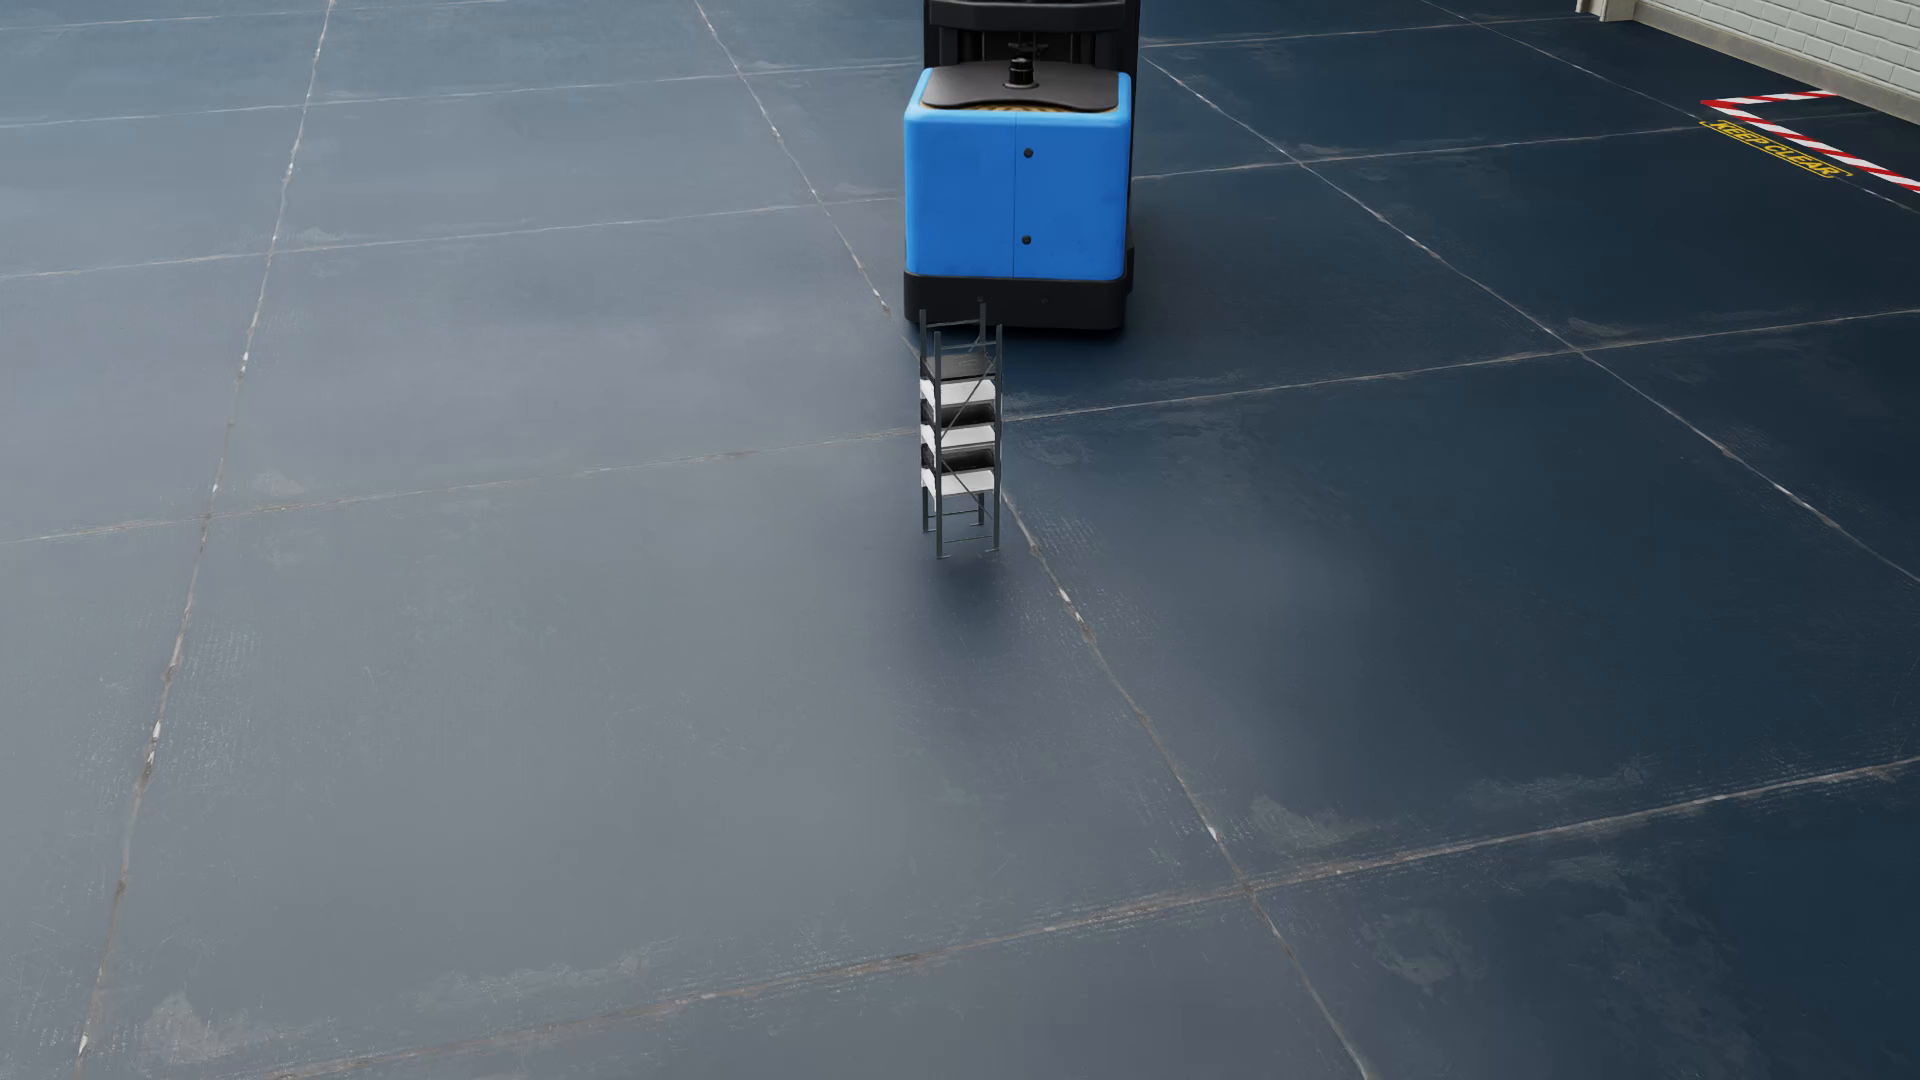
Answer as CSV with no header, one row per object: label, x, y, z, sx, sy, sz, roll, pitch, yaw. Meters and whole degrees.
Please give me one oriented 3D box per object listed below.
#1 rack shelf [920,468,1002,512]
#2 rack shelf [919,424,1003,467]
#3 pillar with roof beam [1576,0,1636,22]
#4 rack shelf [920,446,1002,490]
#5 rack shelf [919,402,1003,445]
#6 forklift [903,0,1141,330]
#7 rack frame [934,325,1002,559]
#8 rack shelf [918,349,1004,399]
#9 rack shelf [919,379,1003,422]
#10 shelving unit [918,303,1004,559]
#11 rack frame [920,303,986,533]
rack shelf,0.002,-0.201,6.125,0.258,0.077,0.200,-8,31,-13
rack shelf,0.002,-0.357,6.034,0.258,0.077,0.200,-8,31,-13
pillar with roof beam,1.183,-7.660,10.501,9.100,9.000,0.400,-8,31,-13
rack shelf,0.002,-0.279,6.080,0.258,0.077,0.200,-8,31,-13
rack shelf,0.002,-0.435,5.989,0.258,0.077,0.200,-8,31,-13
forklift,0.381,-2.968,8.452,1.130,2.935,3.031,3,30,4
rack frame,0.029,-0.336,5.933,0.240,0.900,0.006,-8,31,-13
rack shelf,0.002,-0.590,5.899,0.258,0.077,0.200,-8,31,-13
rack shelf,0.002,-0.512,5.944,0.258,0.077,0.200,-8,31,-13
shelving unit,0.002,-0.386,6.018,0.258,0.900,0.210,-8,31,-13
rack frame,-0.025,-0.435,6.103,0.240,0.900,0.006,-8,31,-13
